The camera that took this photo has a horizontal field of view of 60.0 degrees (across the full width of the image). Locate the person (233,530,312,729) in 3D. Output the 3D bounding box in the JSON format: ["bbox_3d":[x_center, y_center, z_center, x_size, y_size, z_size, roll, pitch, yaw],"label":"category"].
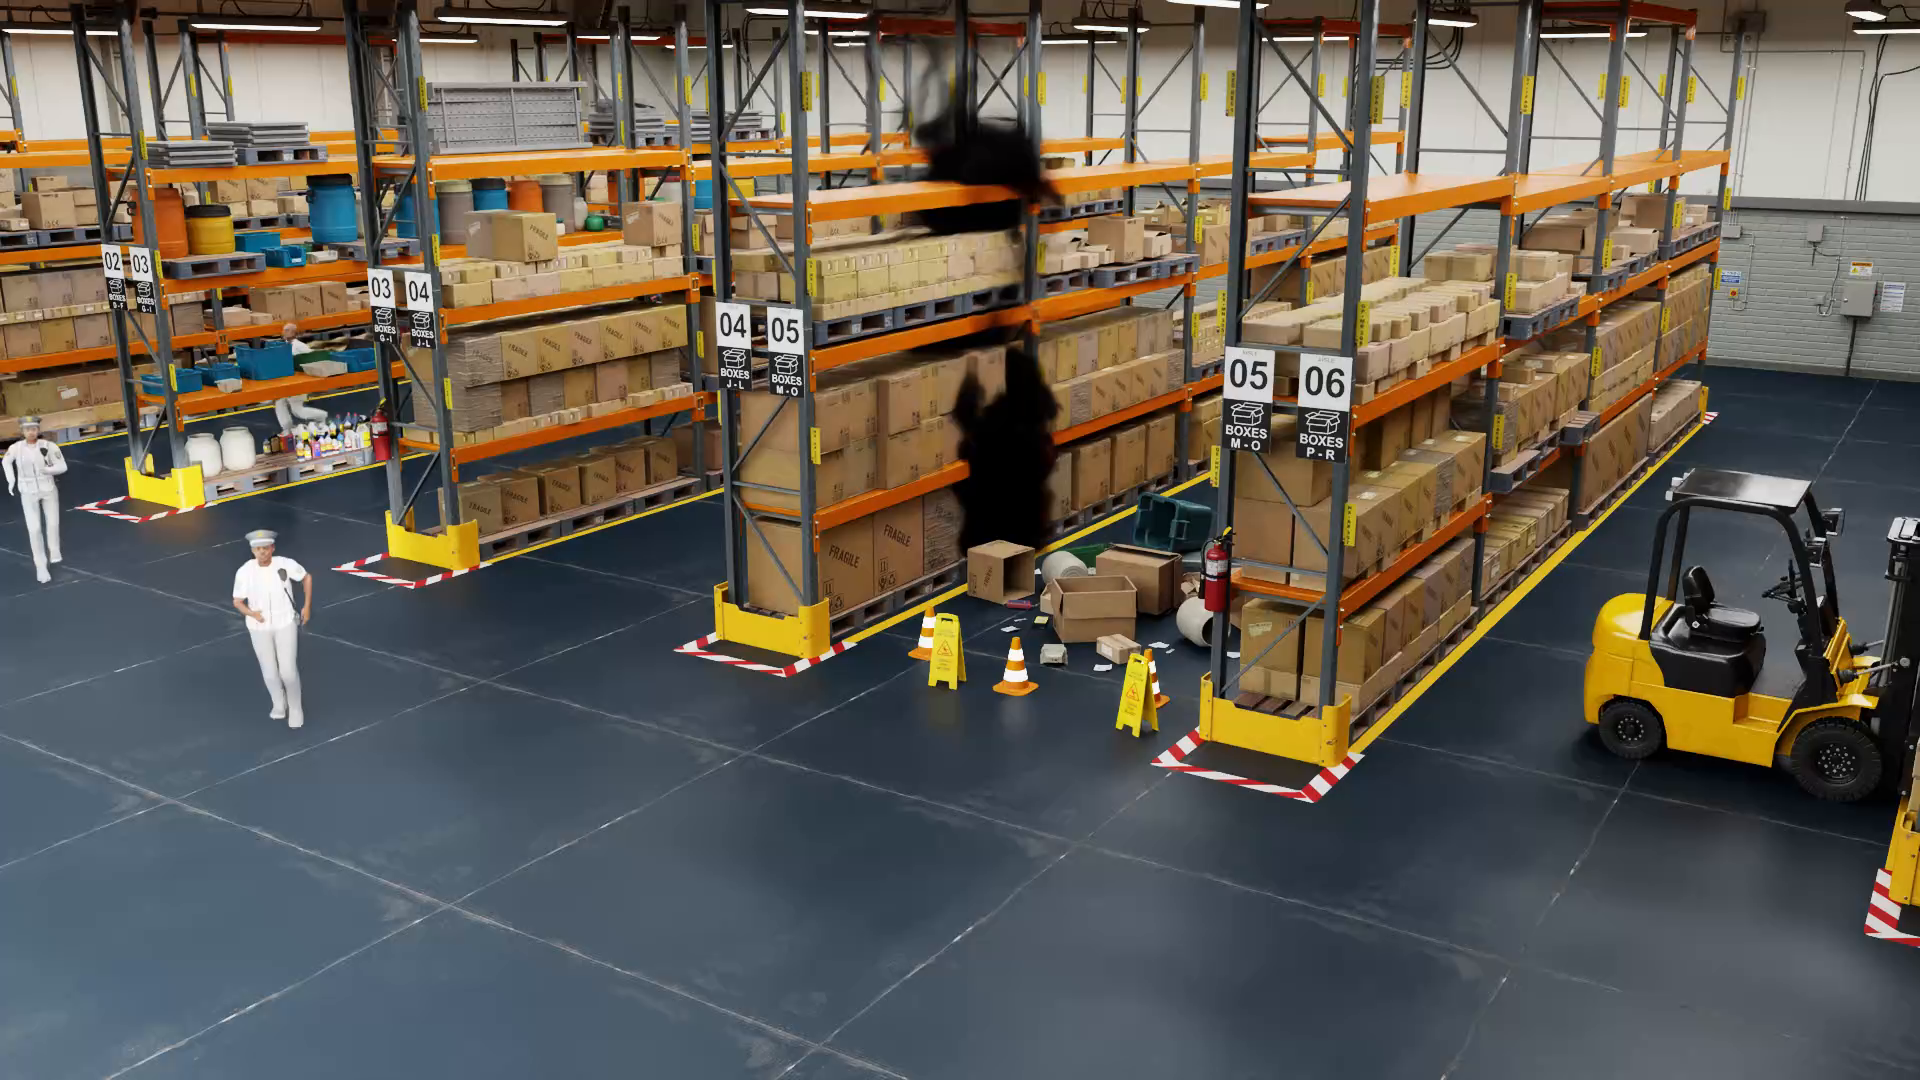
[{"bbox_3d":[-5.550,0.730,13.497,0.587,1.721,0.686,-5,16,-17],"label":"person"}]

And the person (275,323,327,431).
[{"bbox_3d":[-9.681,-2.285,24.191,0.716,1.736,0.832,9,18,29],"label":"person"}]

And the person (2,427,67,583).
[{"bbox_3d":[-9.839,-0.465,17.779,0.588,1.703,0.806,-9,18,-30],"label":"person"}]
